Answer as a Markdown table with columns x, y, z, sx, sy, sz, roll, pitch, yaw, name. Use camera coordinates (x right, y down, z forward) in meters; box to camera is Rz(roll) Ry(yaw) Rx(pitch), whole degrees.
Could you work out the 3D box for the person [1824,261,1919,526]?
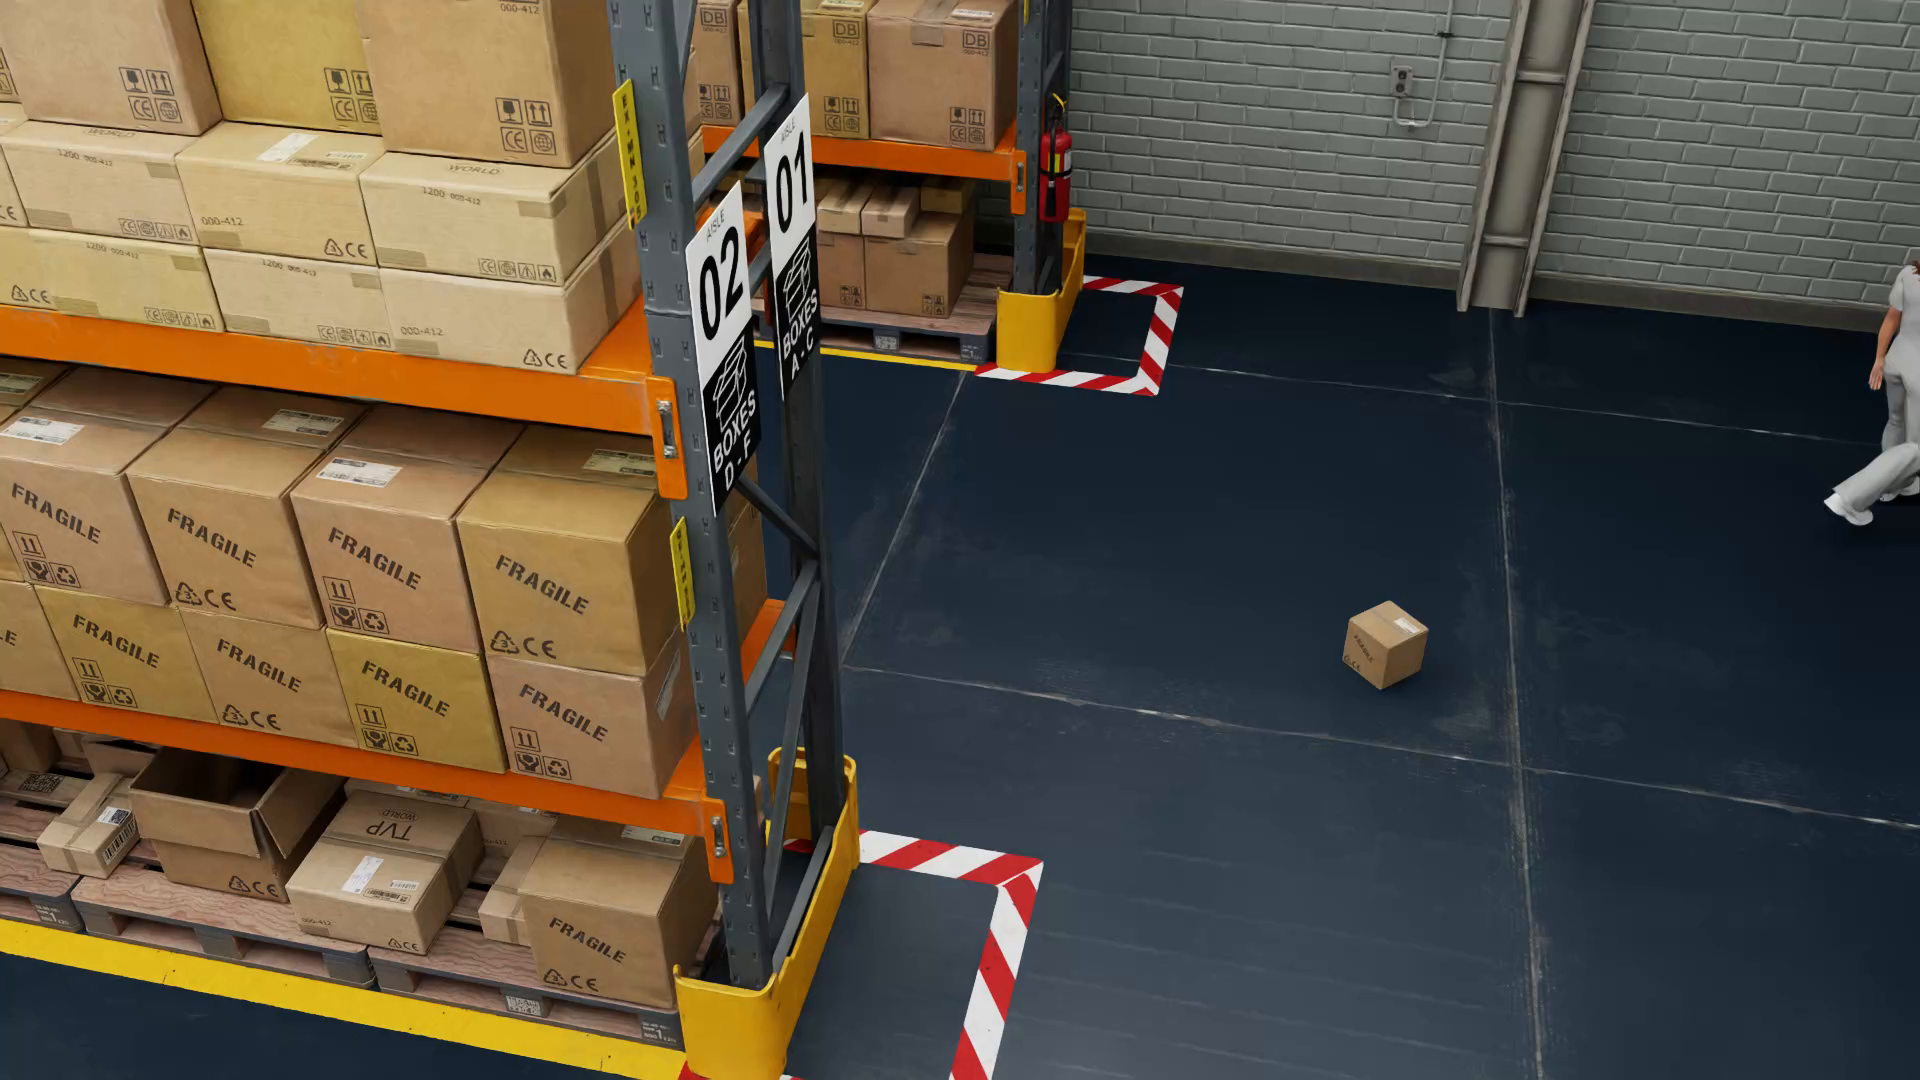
| x | y | z | sx | sy | sz | roll | pitch | yaw | name |
| --- | --- | --- | --- | --- | --- | --- | --- | --- | --- |
| 4.654 | -0.809 | 8.042 | 0.835 | 1.643 | 0.440 | -9 | 38 | -12 | person |
